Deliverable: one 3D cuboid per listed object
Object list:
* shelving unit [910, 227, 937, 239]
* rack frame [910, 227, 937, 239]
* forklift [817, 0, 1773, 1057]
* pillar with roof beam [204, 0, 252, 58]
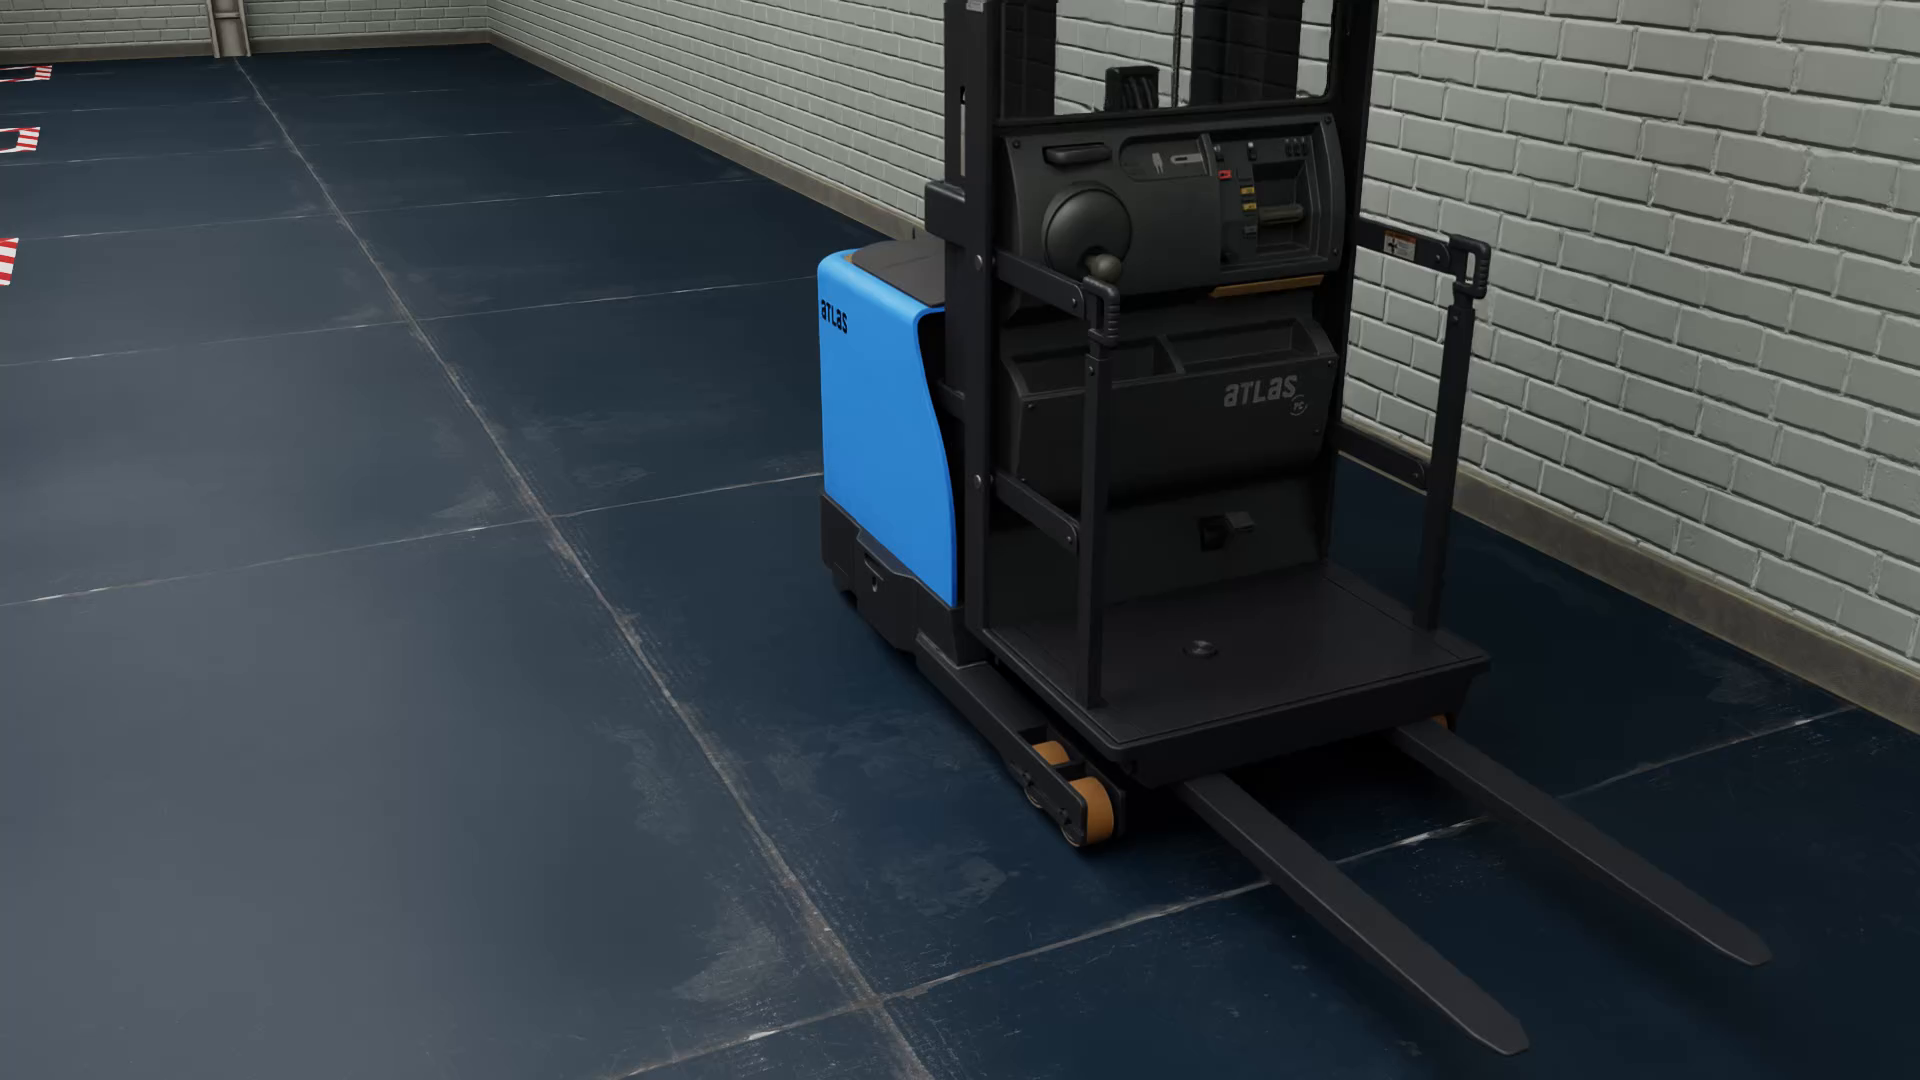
[{"bbox_3d":[0.004,-0.536,5.656,0.252,1.050,0.215,-10,22,-24],"label":"shelving unit"},{"bbox_3d":[-0.106,-0.515,5.607,0.008,1.050,0.200,-10,22,-24],"label":"rack frame"},{"bbox_3d":[0.632,-0.810,3.875,1.130,2.935,3.031,-10,25,-23],"label":"forklift"},{"bbox_3d":[-6.628,-8.332,14.113,0.400,9.000,9.100,-10,25,-24],"label":"pillar with roof beam"}]
